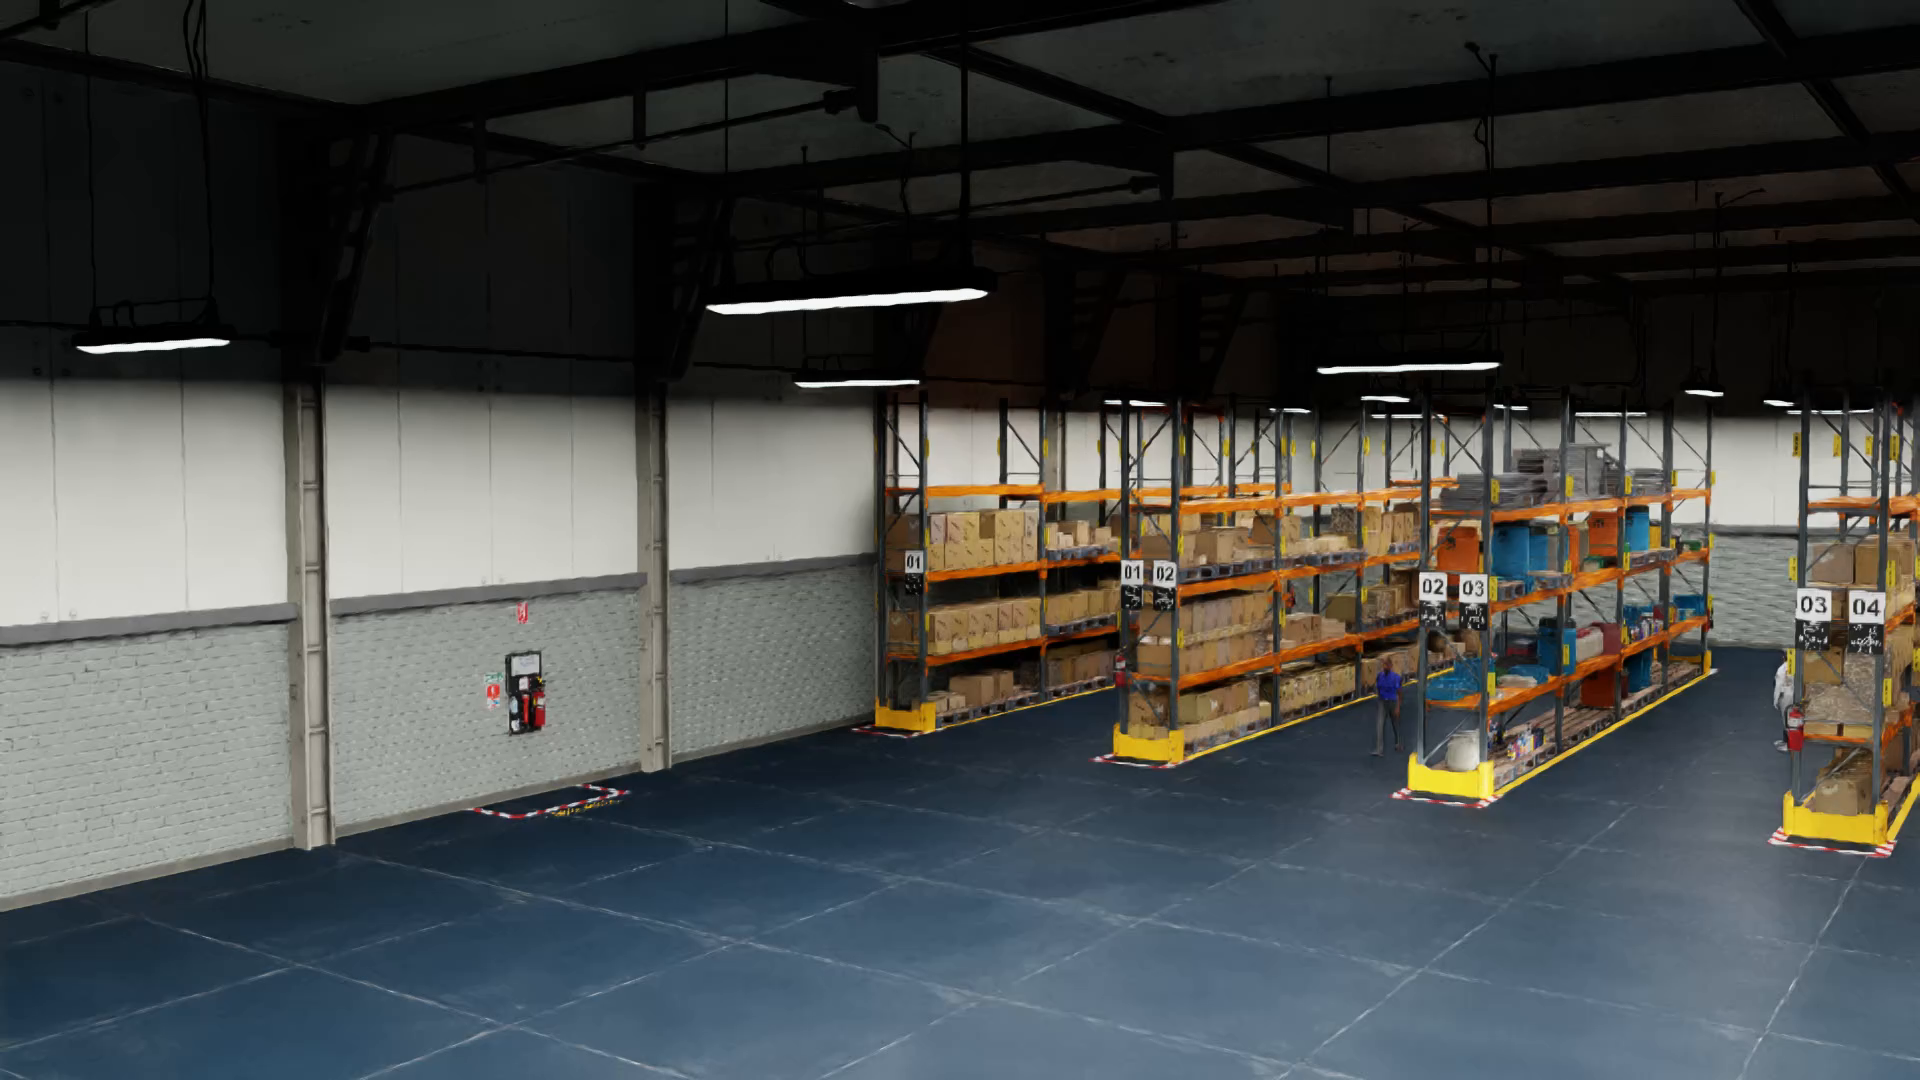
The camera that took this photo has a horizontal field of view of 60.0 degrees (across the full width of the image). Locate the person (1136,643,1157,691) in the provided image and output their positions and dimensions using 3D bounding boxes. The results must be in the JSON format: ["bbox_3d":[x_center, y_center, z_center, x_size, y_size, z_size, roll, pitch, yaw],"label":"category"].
[{"bbox_3d":[3.633,2.361,31.991,0.546,1.693,1.106,2,4,32],"label":"person"}]

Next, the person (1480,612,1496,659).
[{"bbox_3d":[11.105,2.218,34.833,0.454,1.674,0.539,1,3,13],"label":"person"}]

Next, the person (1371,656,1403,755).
[{"bbox_3d":[7.008,2.697,27.129,0.463,1.583,0.998,2,4,33],"label":"person"}]

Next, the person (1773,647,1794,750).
[{"bbox_3d":[13.719,2.624,27.592,0.572,1.665,0.543,-2,4,-27],"label":"person"}]
